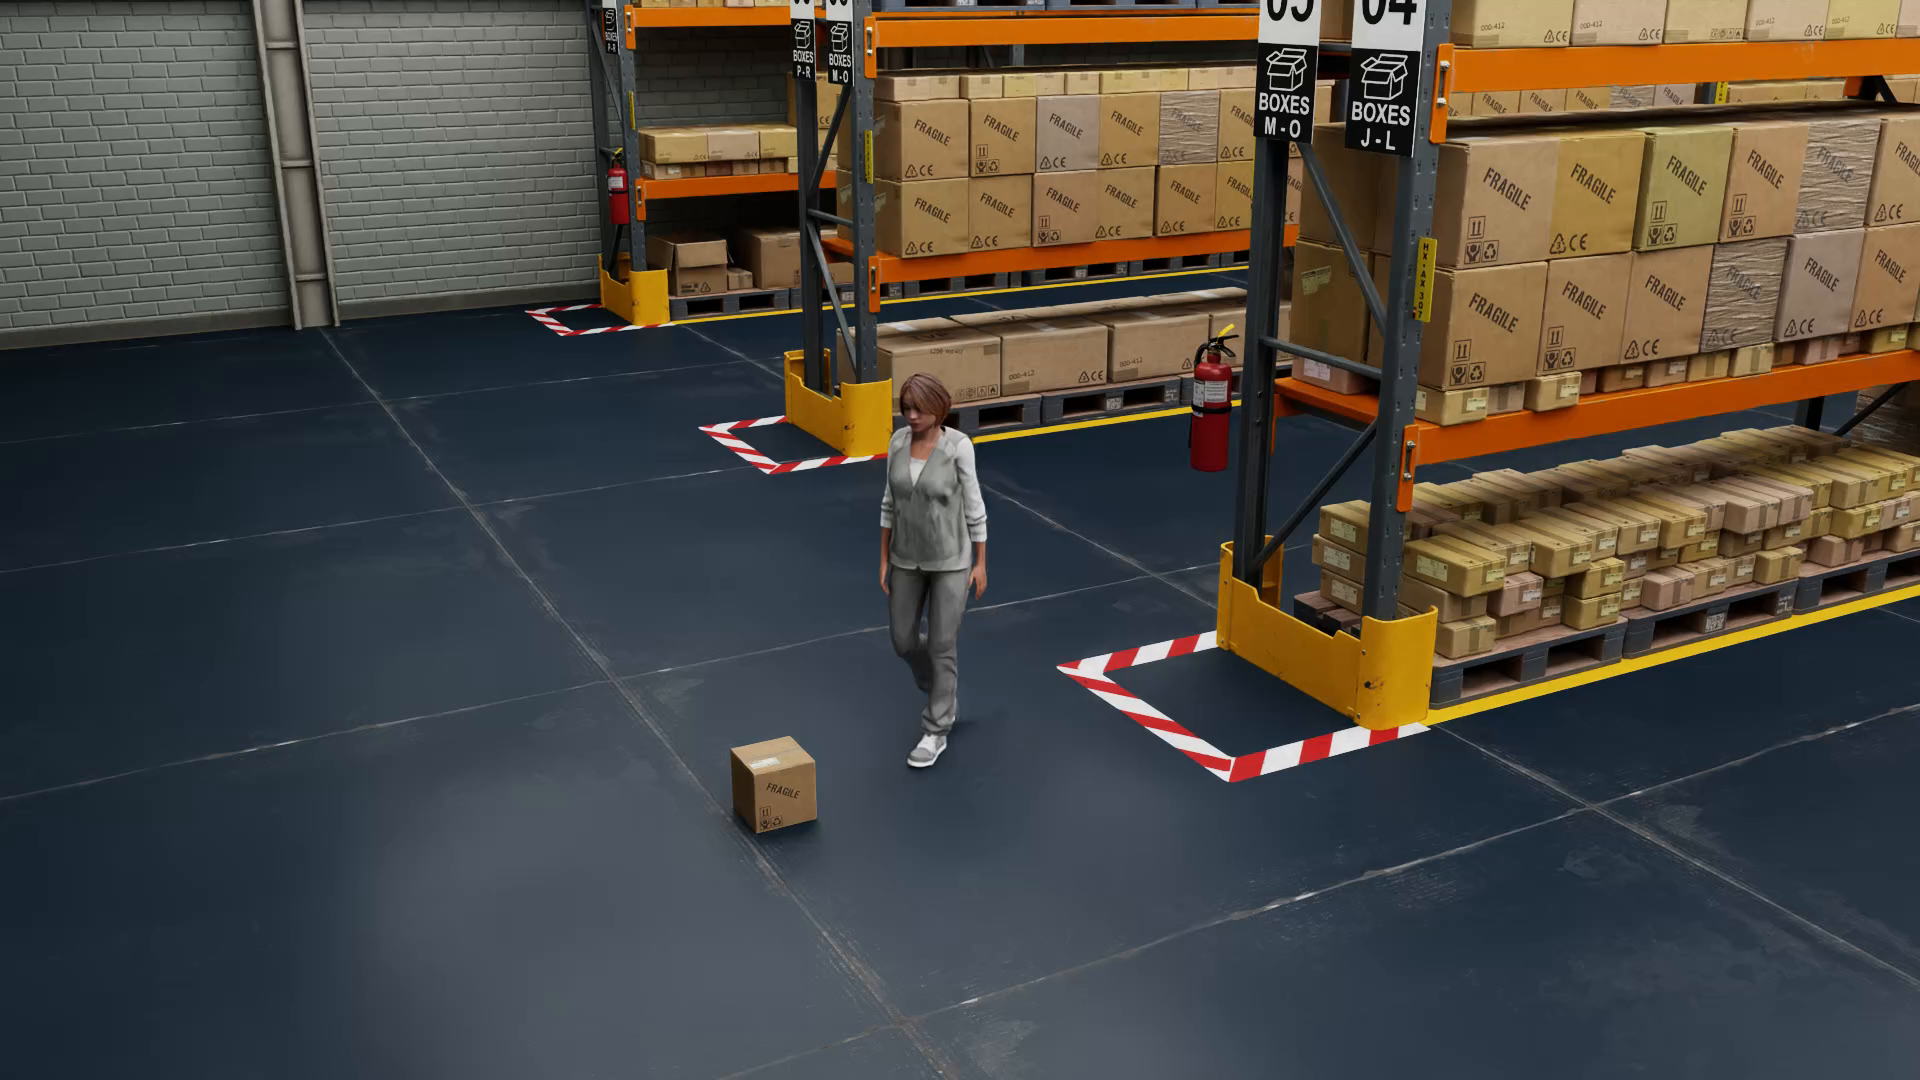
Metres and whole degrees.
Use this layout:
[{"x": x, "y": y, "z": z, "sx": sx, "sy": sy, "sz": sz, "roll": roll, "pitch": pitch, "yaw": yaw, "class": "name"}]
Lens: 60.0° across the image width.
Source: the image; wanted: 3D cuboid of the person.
[{"x": -0.103, "y": 0.098, "z": 6.772, "sx": 0.443, "sy": 1.595, "sz": 0.575, "roll": 8, "pitch": 20, "yaw": 22, "class": "person"}]
